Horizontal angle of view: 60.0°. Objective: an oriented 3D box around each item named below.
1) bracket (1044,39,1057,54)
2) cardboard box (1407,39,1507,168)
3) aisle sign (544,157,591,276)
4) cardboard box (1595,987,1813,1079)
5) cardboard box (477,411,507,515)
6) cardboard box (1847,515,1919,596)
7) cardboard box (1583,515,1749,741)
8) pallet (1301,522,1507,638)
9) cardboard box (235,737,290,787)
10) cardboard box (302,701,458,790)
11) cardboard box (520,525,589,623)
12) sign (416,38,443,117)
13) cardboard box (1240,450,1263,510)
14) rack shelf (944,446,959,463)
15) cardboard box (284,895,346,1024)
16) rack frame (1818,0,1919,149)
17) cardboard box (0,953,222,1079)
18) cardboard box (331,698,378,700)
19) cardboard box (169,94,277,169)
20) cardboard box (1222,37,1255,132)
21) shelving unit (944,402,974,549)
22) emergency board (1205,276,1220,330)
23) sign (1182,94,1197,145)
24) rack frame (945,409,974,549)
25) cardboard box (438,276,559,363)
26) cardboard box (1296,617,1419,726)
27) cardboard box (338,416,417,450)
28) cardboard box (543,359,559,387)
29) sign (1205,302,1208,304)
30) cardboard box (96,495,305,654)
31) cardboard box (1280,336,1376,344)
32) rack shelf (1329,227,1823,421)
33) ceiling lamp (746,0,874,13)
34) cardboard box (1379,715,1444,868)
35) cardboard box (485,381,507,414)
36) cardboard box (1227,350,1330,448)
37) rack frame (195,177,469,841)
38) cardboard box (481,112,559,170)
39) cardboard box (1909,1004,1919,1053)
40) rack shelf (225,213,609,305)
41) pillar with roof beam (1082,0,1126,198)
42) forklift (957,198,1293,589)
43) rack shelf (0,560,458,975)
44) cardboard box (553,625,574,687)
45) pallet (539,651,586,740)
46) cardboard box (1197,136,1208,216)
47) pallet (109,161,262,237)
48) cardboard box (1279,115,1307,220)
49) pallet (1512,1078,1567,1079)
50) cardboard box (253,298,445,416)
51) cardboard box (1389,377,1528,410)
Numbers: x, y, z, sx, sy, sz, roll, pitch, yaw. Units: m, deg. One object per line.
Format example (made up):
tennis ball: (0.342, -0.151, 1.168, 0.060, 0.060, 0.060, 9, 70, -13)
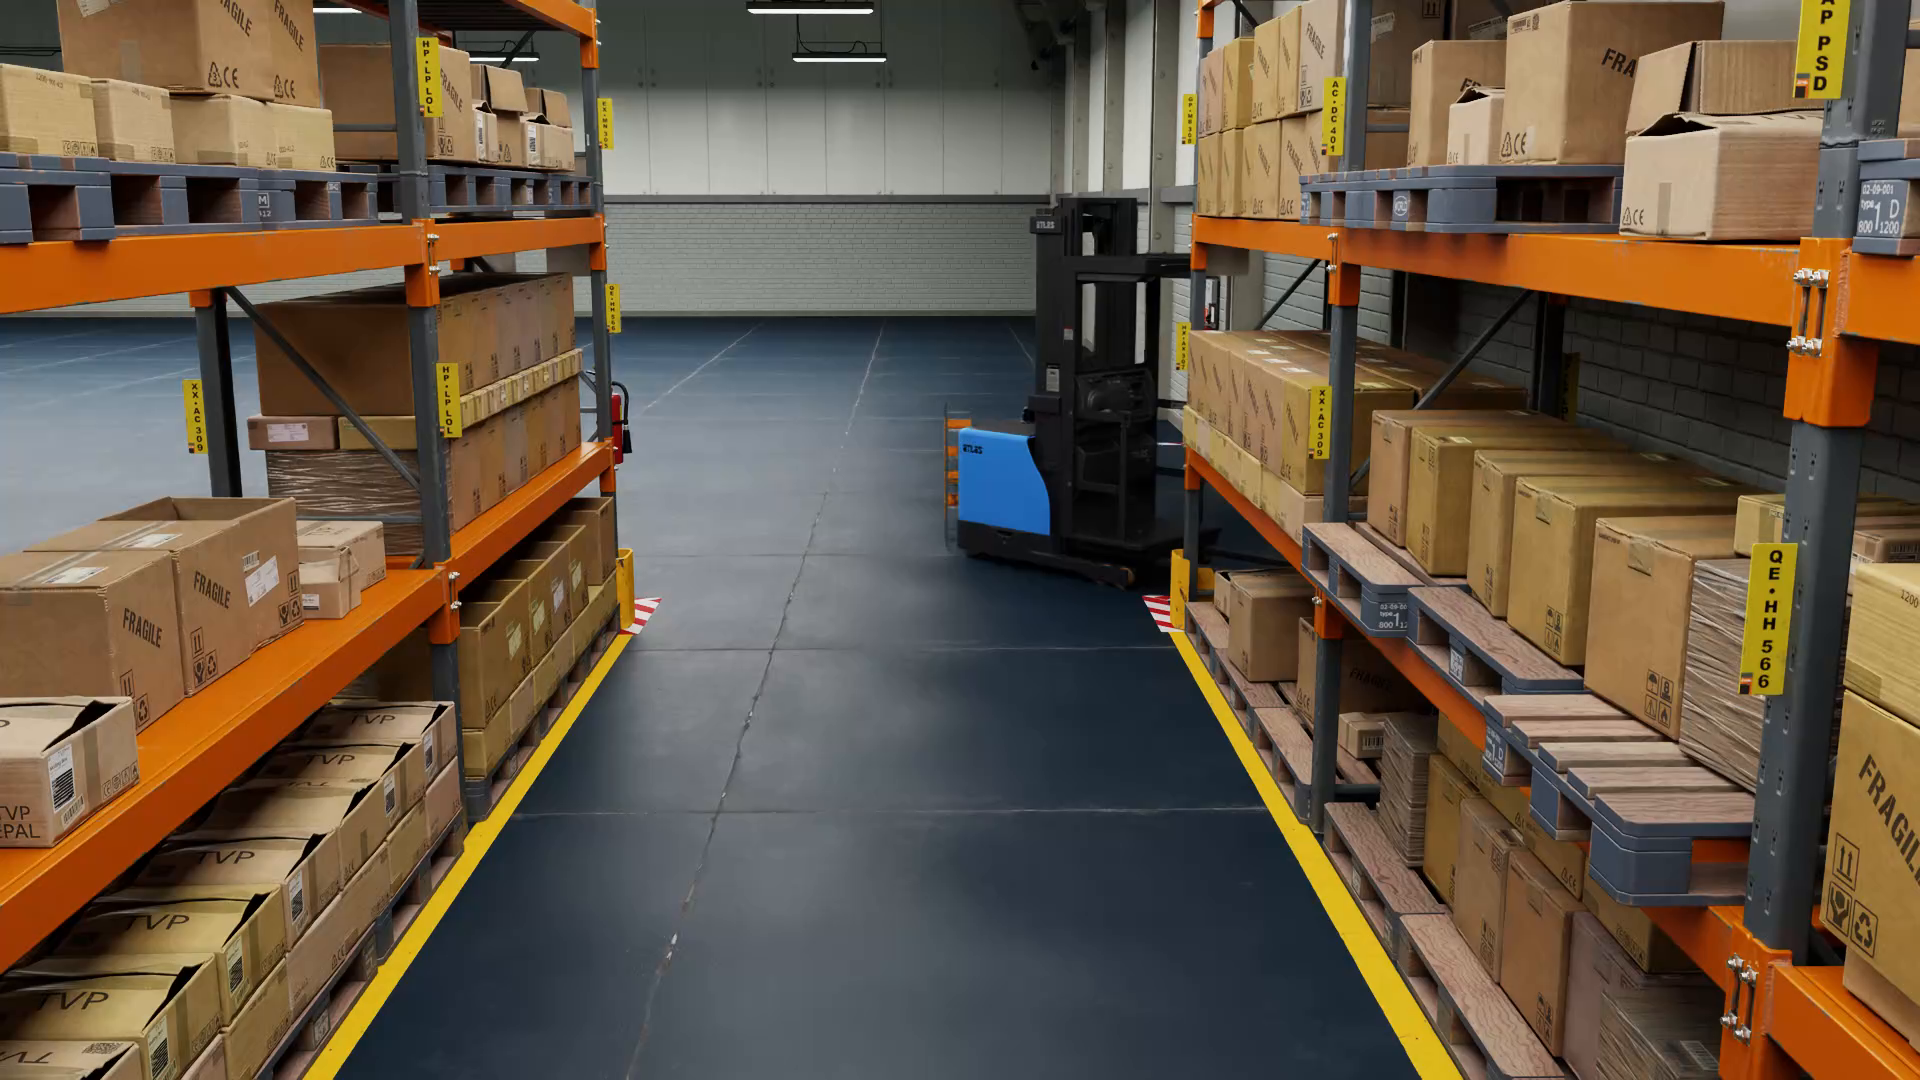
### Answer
bracket: (2.037, -10.835, 36.278, 0.076, 0.066, 4.783, 0, 11, -1)
cardboard box: (2.084, -1.719, 6.638, 0.500, 0.500, 0.500, 1, 12, 7)
aisle sign: (-2.590, -2.166, 11.153, 0.394, 0.787, 0.004, 0, 11, -1)
cardboard box: (2.169, 1.558, 4.515, 0.700, 0.500, 0.500, 0, 11, 0)
cardboard box: (-2.839, -0.424, 8.854, 0.700, 0.500, 0.500, 0, 11, 0)
cardboard box: (2.199, 0.041, 3.825, 0.380, 0.149, 0.250, -2, 12, -9)
cardboard box: (2.177, 0.223, 4.560, 0.700, 0.500, 0.500, -1, 12, -7)
pallet: (2.023, 0.143, 6.793, 1.003, 0.211, 1.213, 0, 11, -1)
cardboard box: (-3.035, 0.967, 6.697, 0.500, 0.311, 0.500, 0, 11, -2)
cardboard box: (-2.504, 0.864, 7.206, 0.500, 0.311, 0.500, 0, 11, -1)
cardboard box: (-2.538, 0.201, 9.999, 0.500, 0.500, 0.500, 0, 11, -1)
sign: (-2.257, -1.964, 7.061, 0.100, 0.325, 0.005, 0, 11, -1)
cardboard box: (1.812, -0.332, 8.977, 0.500, 0.250, 0.500, 0, 11, -1)
rack shelf: (-0.007, -0.711, 14.259, 0.258, 0.148, 0.480, 0, 11, 0)
cardboard box: (-2.472, 1.444, 5.757, 0.500, 0.250, 0.500, 0, 11, 0)
rack frame: (2.236, -2.249, 3.010, 1.000, 3.000, 0.127, 0, 11, -1)
cardboard box: (-2.453, 1.370, 4.712, 0.500, 0.311, 0.500, -1, 11, -3)
cardboard box: (-3.028, 0.869, 8.593, 0.500, 0.250, 0.500, 0, 11, -1)
cardboard box: (-2.782, -1.453, 5.954, 0.500, 0.250, 0.500, -1, 12, -7)
cardboard box: (1.817, -2.638, 9.658, 0.500, 0.500, 0.500, 0, 11, 0)
shelving unit: (-0.007, -0.558, 14.290, 0.258, 1.200, 0.503, 0, 11, 0)
emergency board: (2.813, -2.447, 19.077, 0.194, 1.169, 0.643, 0, 11, -1)
sign: (1.528, -2.795, 11.048, 0.100, 0.325, 0.005, 0, 11, -1)
rack frame: (-0.005, -0.509, 14.051, 0.240, 1.200, 0.015, 0, 11, 0)
cardboard box: (-2.868, -1.355, 10.177, 0.700, 0.500, 0.500, -1, 11, -3)
cardboard box: (2.092, 0.700, 8.746, 0.500, 0.500, 0.500, -1, 12, -5)
cardboard box: (-2.611, -0.504, 7.614, 0.380, 0.149, 0.250, 0, 11, -1)
cardboard box: (-2.669, -1.016, 10.142, 0.380, 0.149, 0.250, 0, 11, 0)
sign: (2.896, -2.834, 19.560, 0.001, 0.109, 0.331, 0, 11, -1)
cardboard box: (-2.789, 0.126, 6.143, 0.500, 0.500, 0.500, 1, 11, 3)
cardboard box: (2.293, -1.010, 10.432, 0.500, 0.500, 0.500, 0, 11, 0)
rack shelf: (2.194, -0.824, 5.339, 1.077, 0.370, 4.000, 0, 11, -1)
ceiling lamp: (-2.362, -9.928, 26.182, 2.000, 3.185, 0.800, 0, 11, -1)
cardboard box: (2.185, 1.052, 7.009, 0.700, 0.500, 0.500, 0, 11, 1)
cardboard box: (-2.642, -0.760, 8.877, 0.380, 0.149, 0.250, -1, 11, -3)
cardboard box: (1.807, -0.803, 9.413, 0.500, 0.500, 0.500, 0, 11, 1)
rack frame: (-2.799, -0.083, 7.421, 1.000, 3.000, 0.127, 0, 11, -1)
cardboard box: (-2.583, -2.240, 9.328, 0.500, 0.311, 0.500, 1, 12, 6)
cardboard box: (2.007, 0.921, 3.055, 0.380, 0.149, 0.250, 0, 11, 0)
rack shelf: (-2.841, -1.598, 9.154, 1.077, 0.370, 4.000, 0, 11, -1)
pillar with roof beam: (-1.726, -7.264, 27.730, 9.100, 9.000, 0.548, 0, 11, -1)
forklift: (1.388, -1.179, 13.000, 3.031, 2.935, 1.130, 11, 16, 42)
rack shelf: (-2.758, 0.668, 5.533, 1.077, 0.370, 4.000, 0, 11, -1)
cardboard box: (-2.533, 0.668, 9.583, 0.500, 0.250, 0.500, 0, 11, -1)
pallet: (-2.802, 0.883, 9.677, 1.003, 0.211, 1.213, 0, 11, -1)
cardboard box: (1.827, -2.360, 10.802, 0.500, 0.500, 0.500, 0, 11, 0)
pallet: (-2.846, -1.022, 4.982, 1.003, 0.211, 1.213, 0, 11, 1)
cardboard box: (1.898, -1.832, 8.201, 0.500, 0.500, 0.500, -1, 12, -6)
pallet: (2.221, 1.903, 4.649, 1.003, 0.211, 1.213, 0, 11, -1)
cardboard box: (-2.815, -0.855, 7.717, 0.700, 0.500, 0.500, 0, 11, -1)
cardboard box: (2.352, -0.502, 7.929, 0.500, 0.500, 0.500, -1, 11, -2)
